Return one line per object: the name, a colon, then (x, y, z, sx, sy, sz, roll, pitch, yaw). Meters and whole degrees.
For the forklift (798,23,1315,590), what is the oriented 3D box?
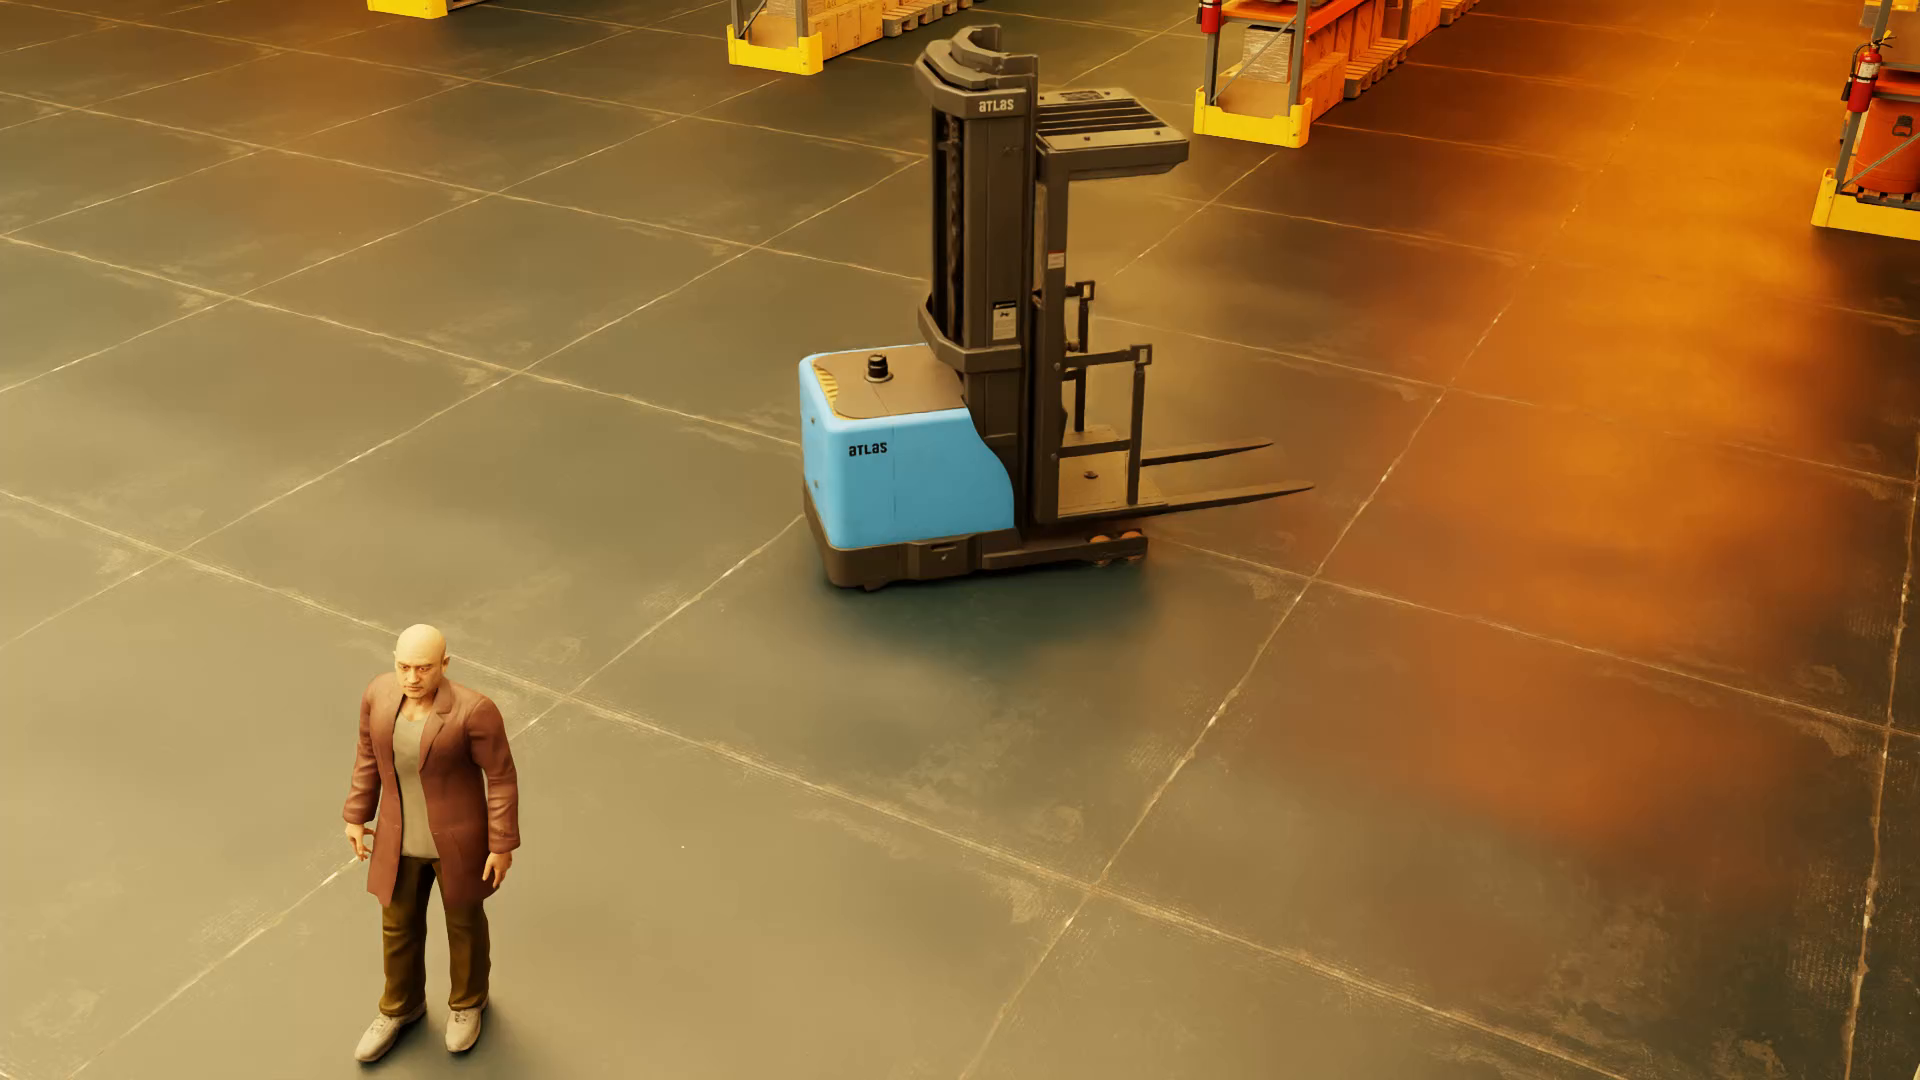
forklift: (0.616, -1.375, 9.453, 3.031, 2.935, 1.130, -7, 31, -13)

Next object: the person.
person: (-1.996, 1.159, 6.201, 0.698, 1.777, 0.580, 5, 30, 9)
